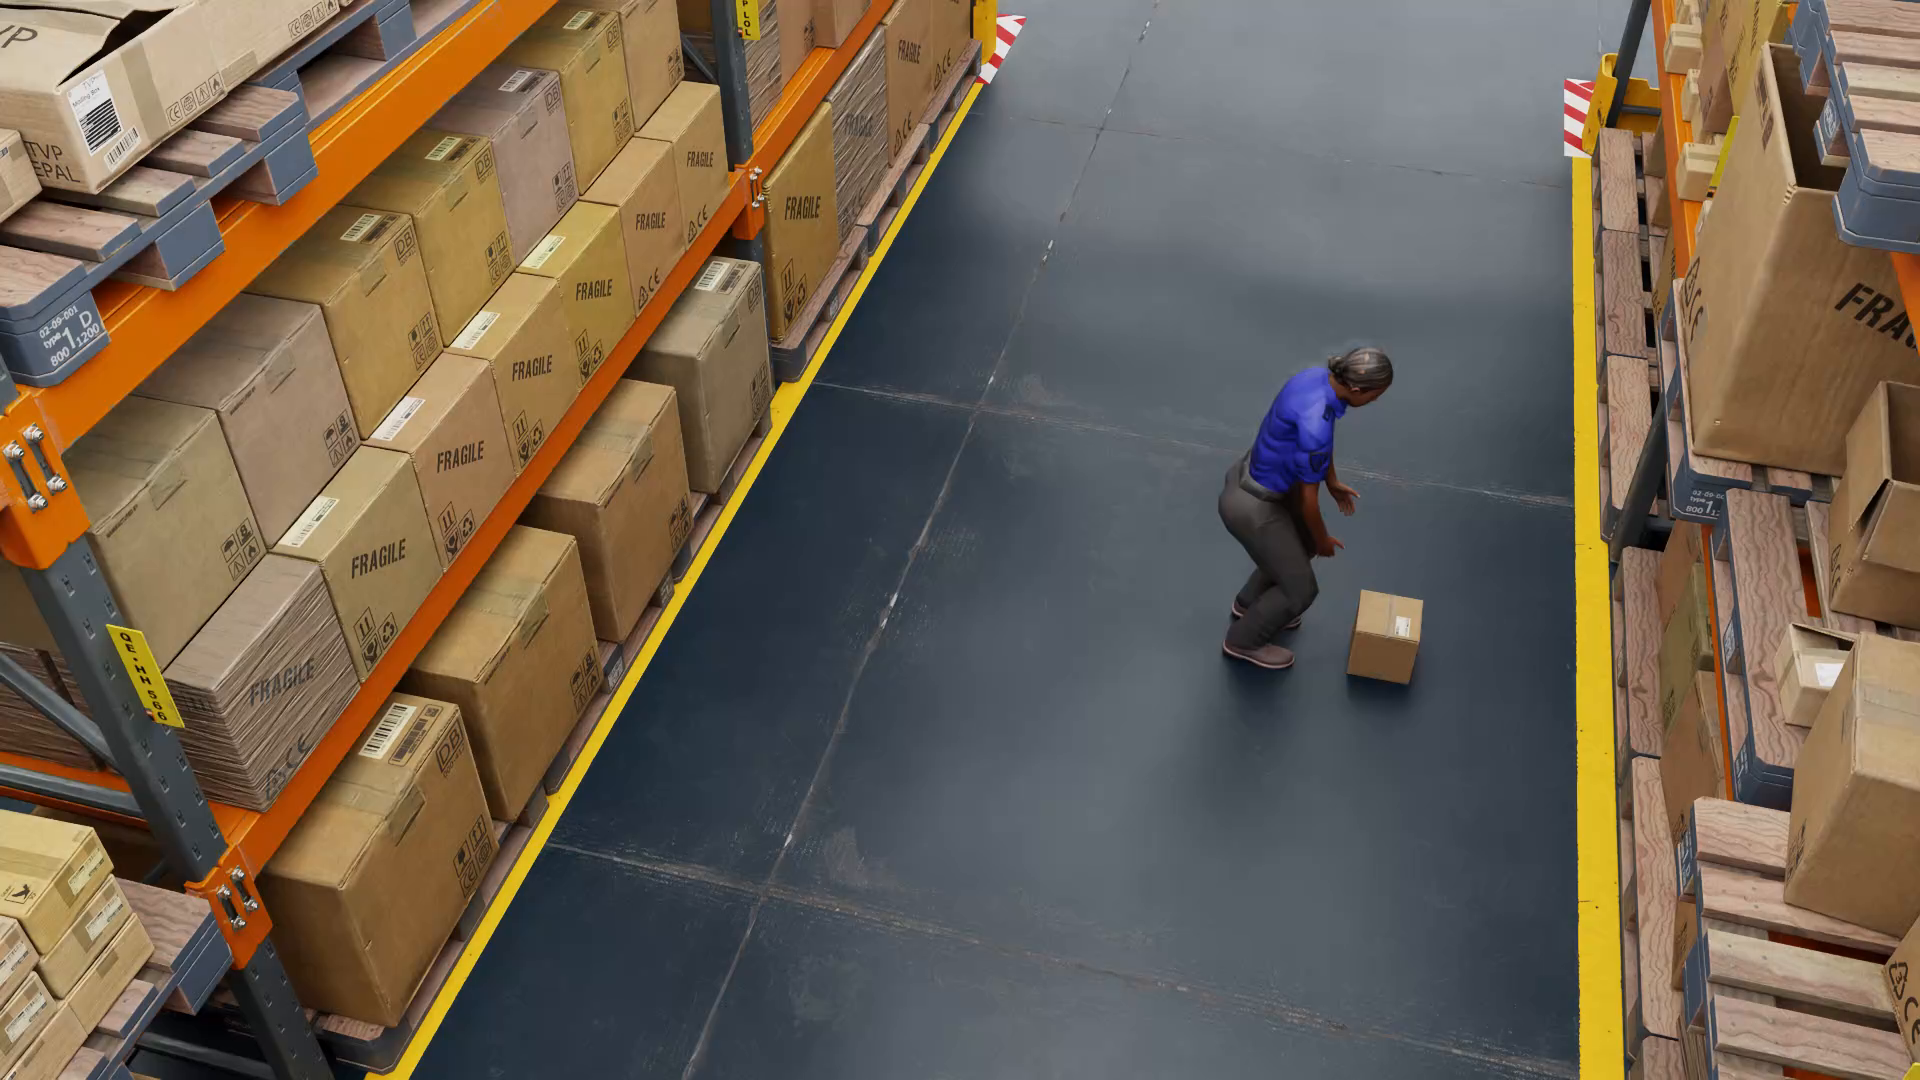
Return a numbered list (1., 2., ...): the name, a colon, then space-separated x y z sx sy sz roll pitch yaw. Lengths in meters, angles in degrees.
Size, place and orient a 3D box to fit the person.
1. person: 1.301 -0.158 6.499 0.556 1.464 0.490 10 42 12
